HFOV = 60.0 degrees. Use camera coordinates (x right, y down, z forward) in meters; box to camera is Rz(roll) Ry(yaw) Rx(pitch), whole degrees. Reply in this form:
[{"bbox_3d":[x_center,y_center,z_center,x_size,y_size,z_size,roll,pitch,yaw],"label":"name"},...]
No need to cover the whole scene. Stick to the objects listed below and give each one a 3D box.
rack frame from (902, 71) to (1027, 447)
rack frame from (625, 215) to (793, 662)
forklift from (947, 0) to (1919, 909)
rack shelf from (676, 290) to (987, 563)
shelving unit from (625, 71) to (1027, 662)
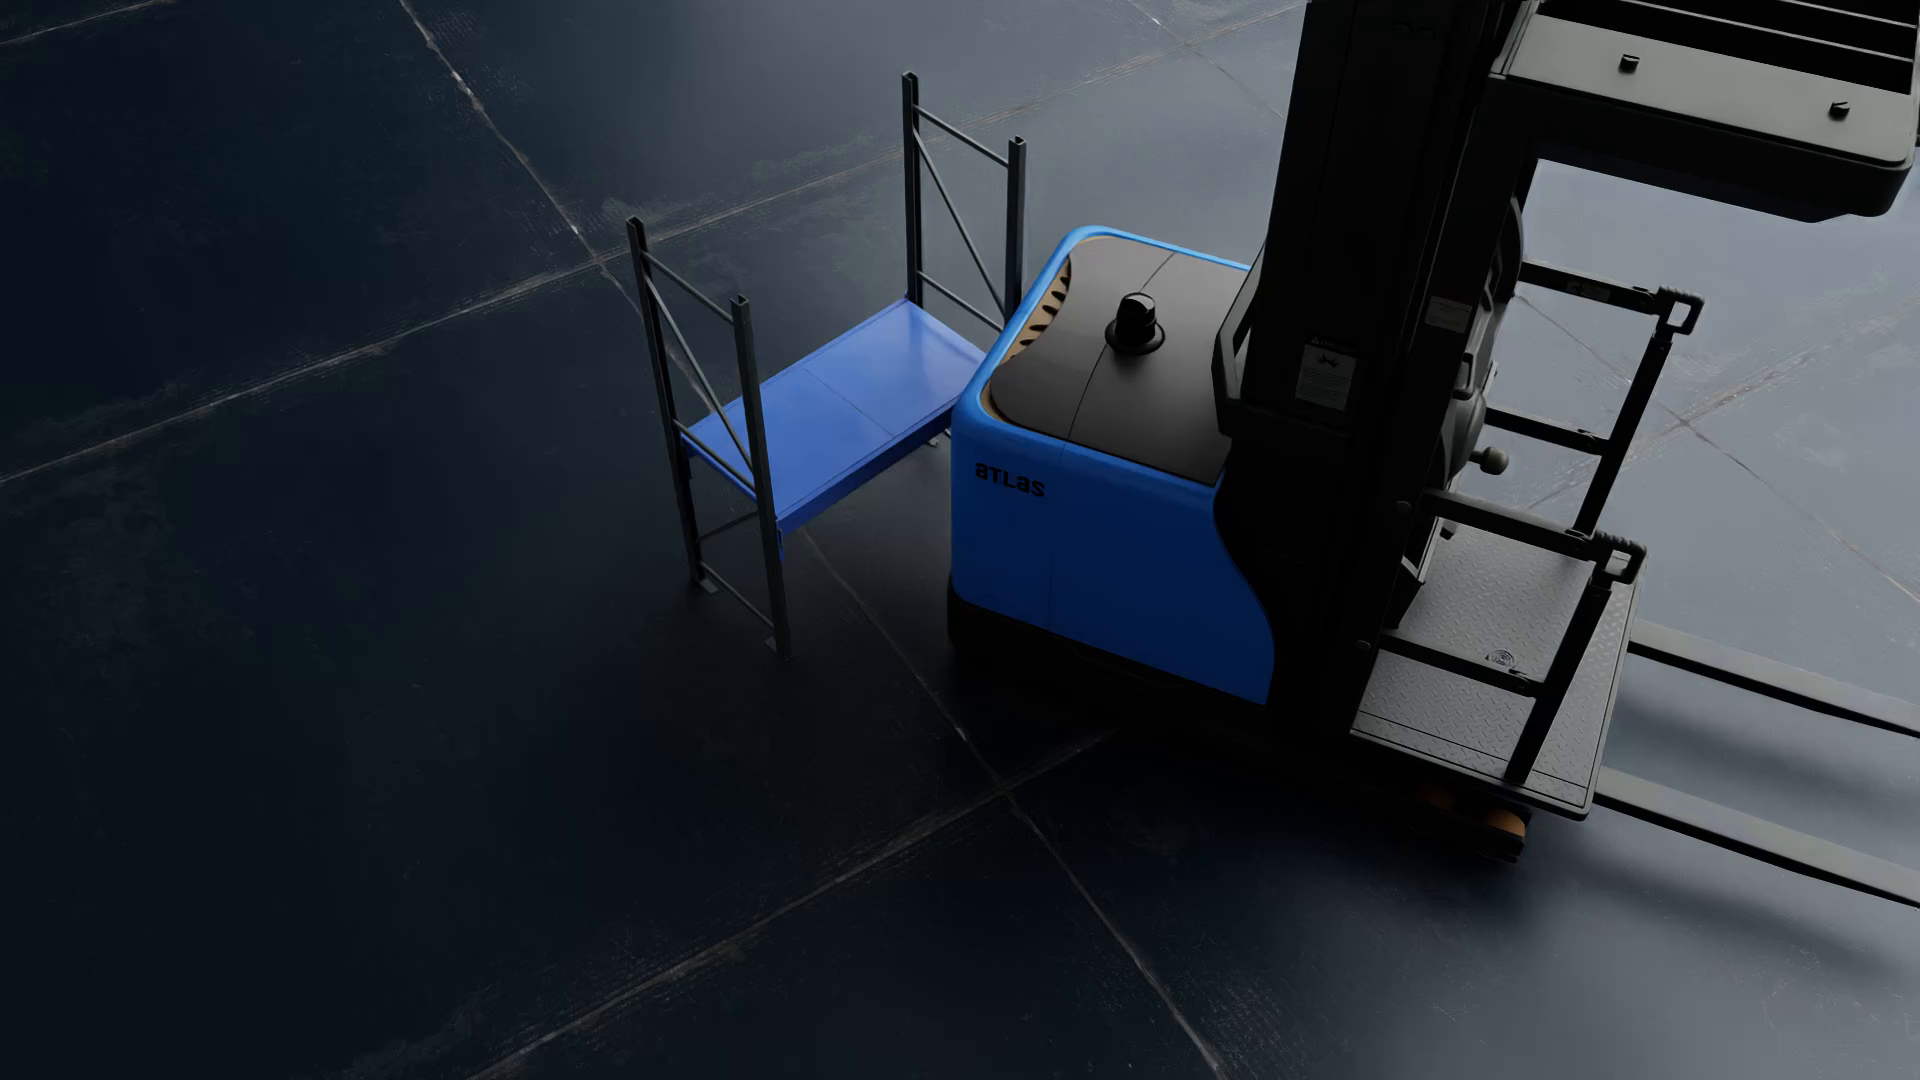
[{"bbox_3d":[0.008,-0.769,5.431,0.032,1.500,0.500,-36,57,-27],"label":"rack frame"},{"bbox_3d":[-0.727,-0.245,4.964,0.032,1.500,0.500,-36,57,-27],"label":"rack frame"},{"bbox_3d":[1.522,-0.488,4.222,3.031,2.935,1.130,19,51,16],"label":"forklift"},{"bbox_3d":[-0.360,-0.387,5.332,1.000,0.185,0.538,-36,57,-27],"label":"rack shelf"},{"bbox_3d":[-0.360,-0.507,5.197,1.048,1.500,0.538,-36,57,-27],"label":"shelving unit"}]
